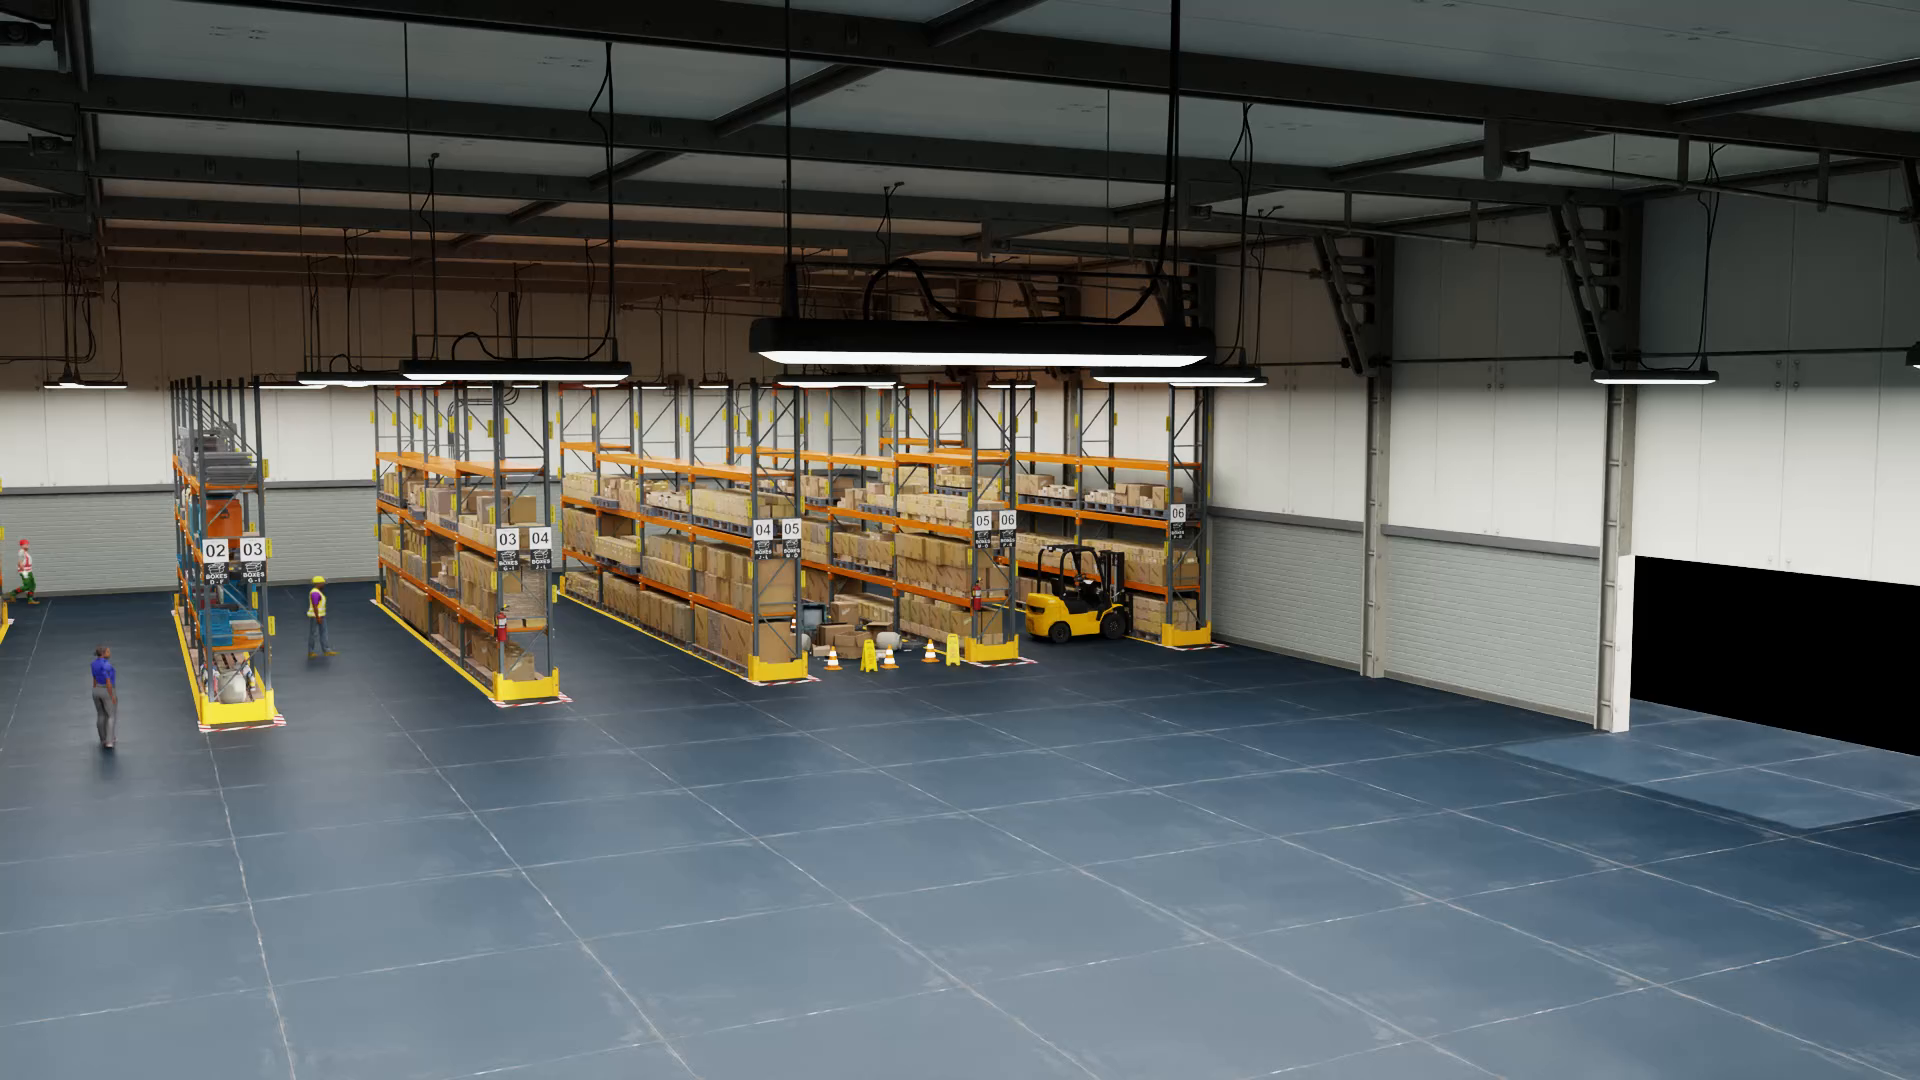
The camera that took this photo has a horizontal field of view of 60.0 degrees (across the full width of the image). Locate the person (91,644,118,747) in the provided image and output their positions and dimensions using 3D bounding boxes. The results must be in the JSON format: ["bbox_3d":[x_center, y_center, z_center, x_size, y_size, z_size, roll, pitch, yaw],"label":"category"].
[{"bbox_3d":[-13.831,2.511,26.972,0.484,1.669,0.530,1,5,16],"label":"person"}]

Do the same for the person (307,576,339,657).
[{"bbox_3d":[-13.827,1.658,35.925,0.606,1.760,0.625,0,5,2],"label":"person"}]

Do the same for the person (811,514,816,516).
[{"bbox_3d":[-4.831,0.033,54.823,0.608,1.765,0.723,0,5,1],"label":"person"}]

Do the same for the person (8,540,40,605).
[{"bbox_3d":[-25.142,0.857,44.617,0.715,1.741,0.538,-1,5,-15],"label":"person"}]
